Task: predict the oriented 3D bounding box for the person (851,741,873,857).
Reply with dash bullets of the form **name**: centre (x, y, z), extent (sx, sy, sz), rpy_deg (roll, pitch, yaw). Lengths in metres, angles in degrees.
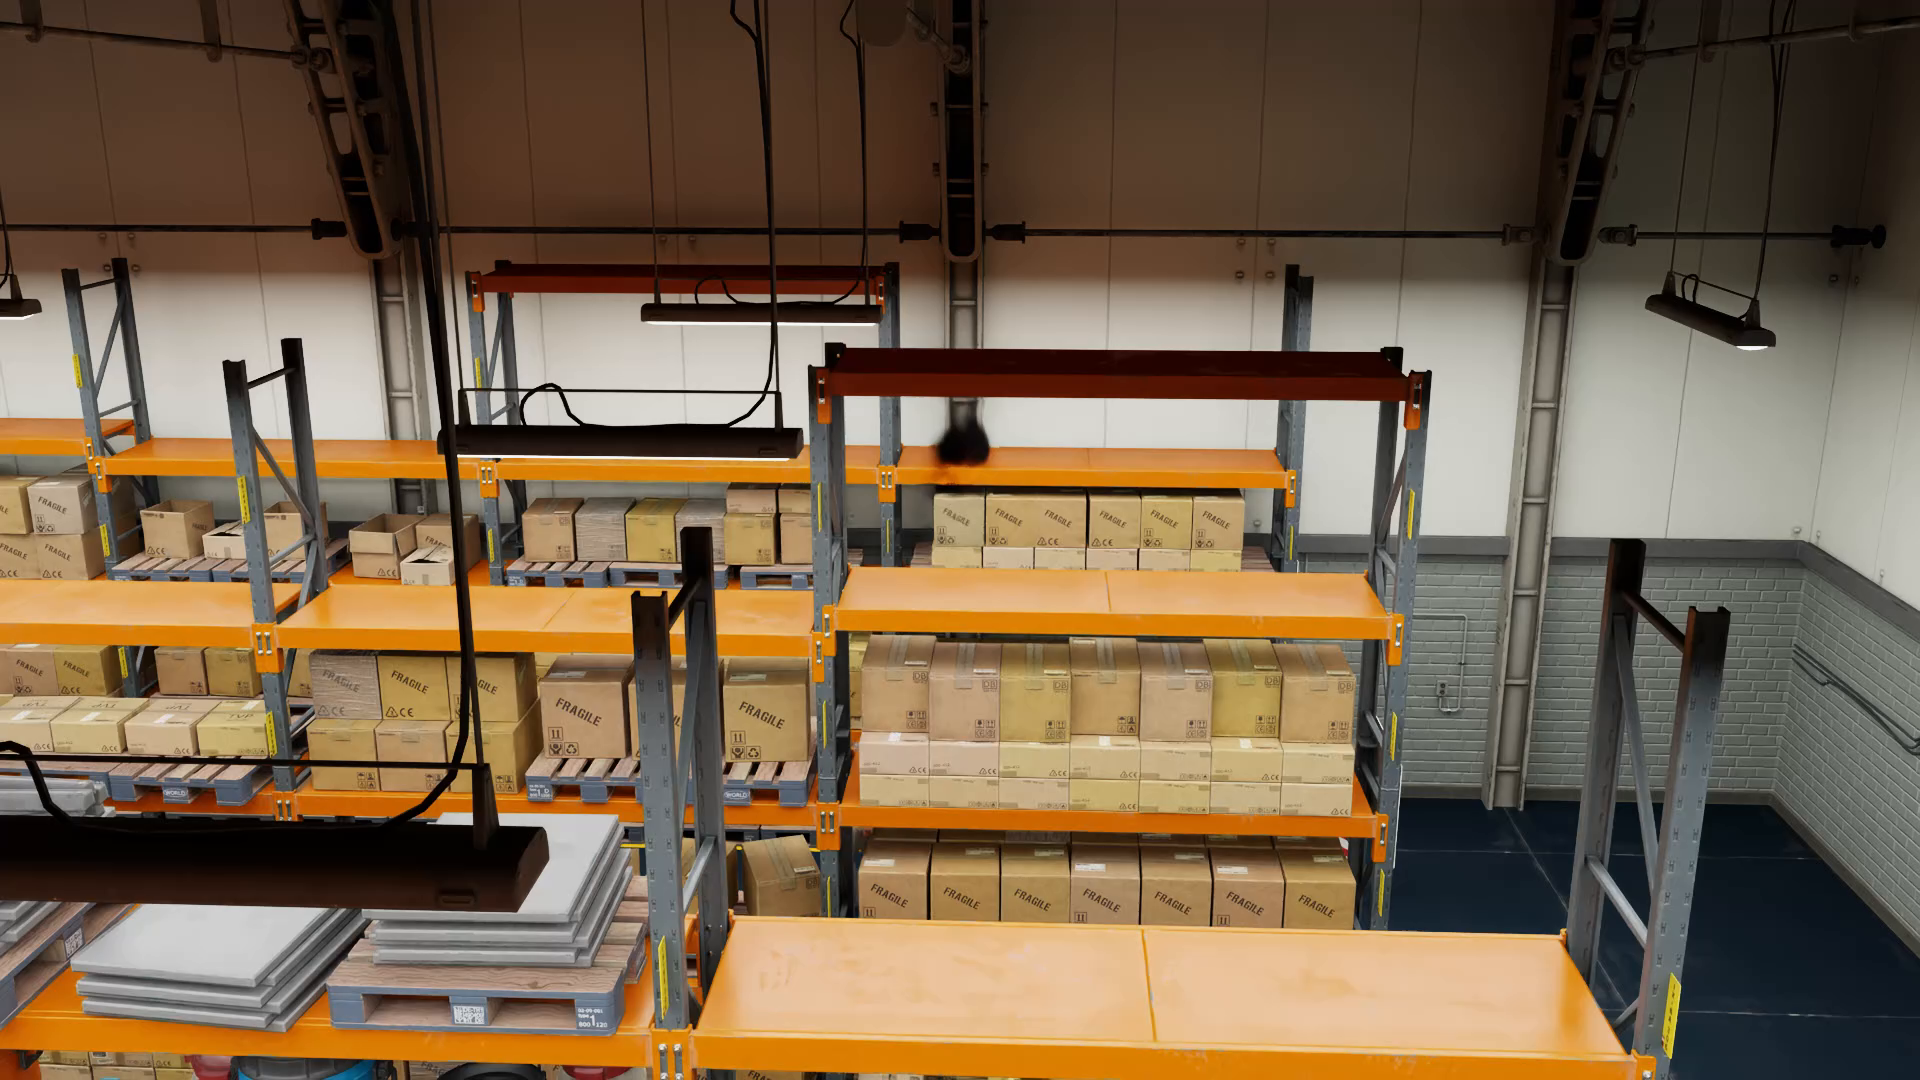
- **person**: centre (-0.952, 2.767, 15.995), extent (0.875, 1.791, 0.652), rpy_deg (0, 16, 1)
